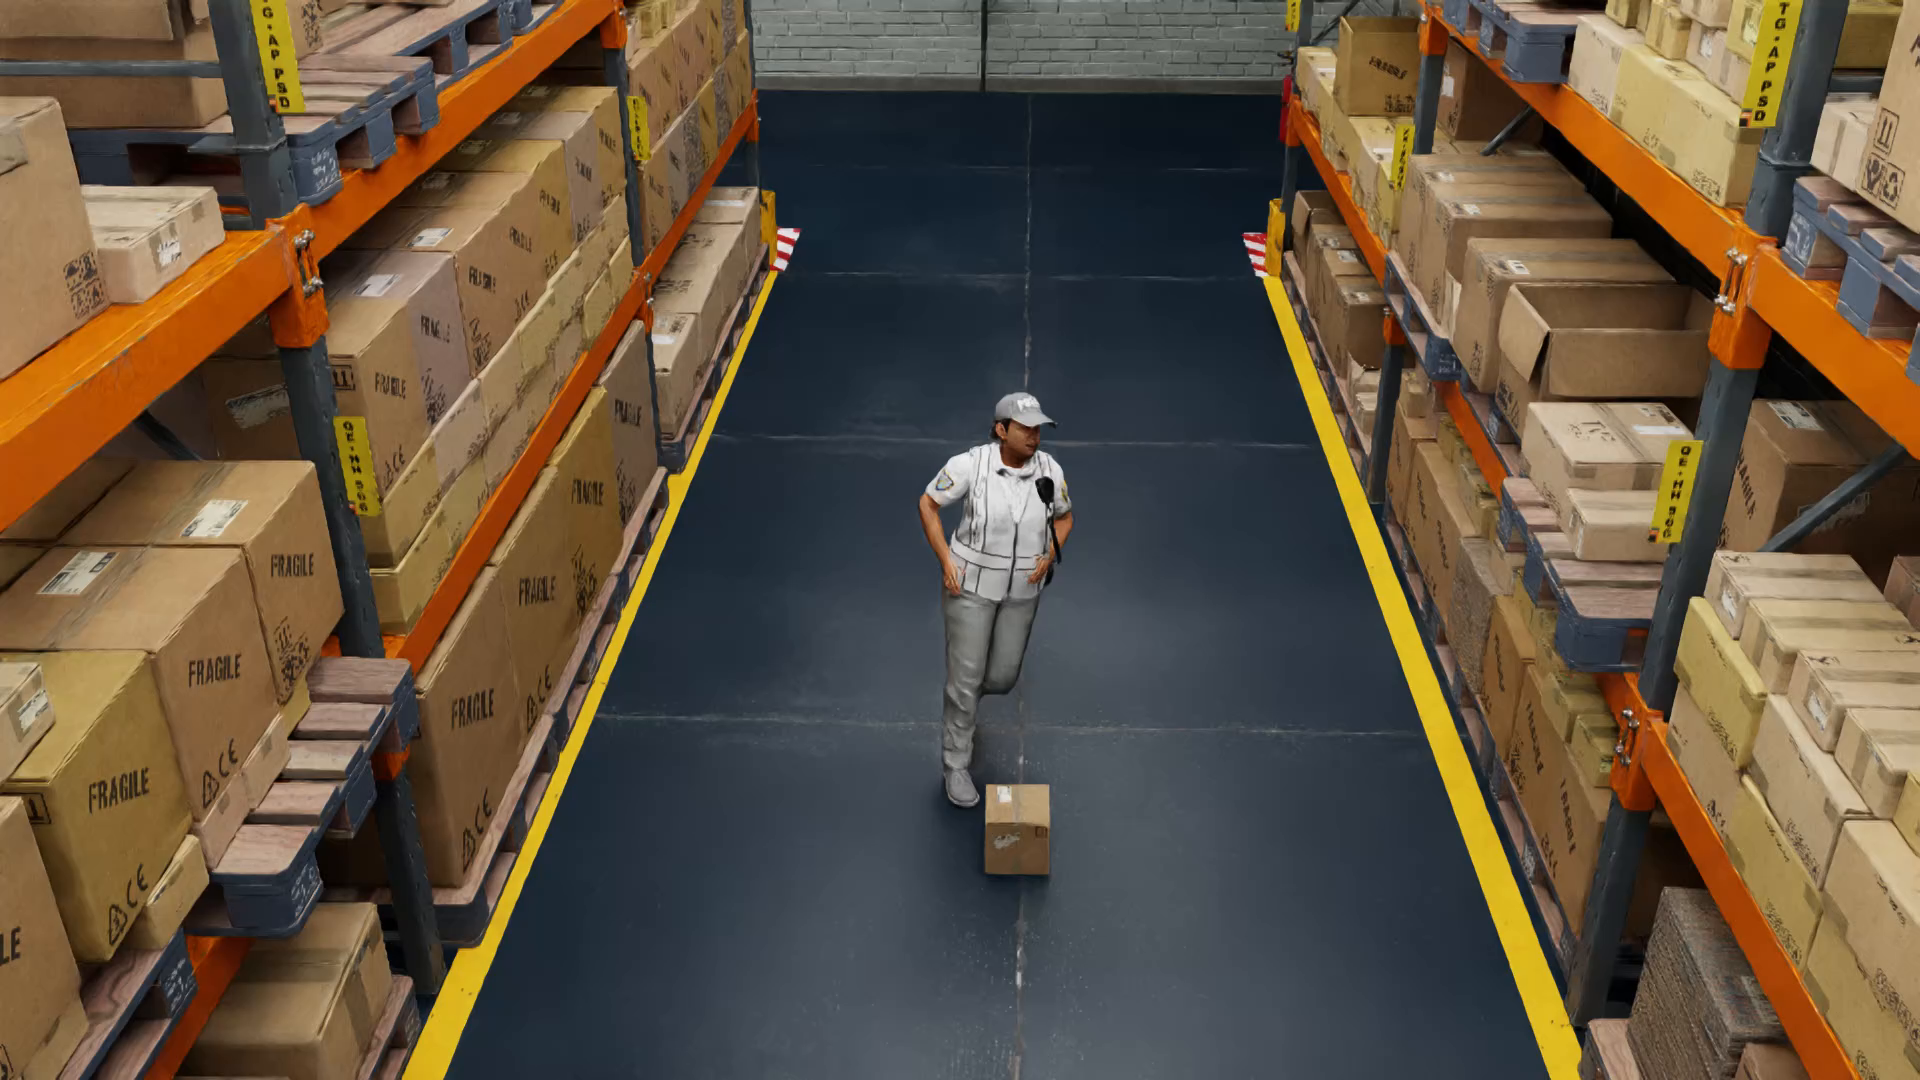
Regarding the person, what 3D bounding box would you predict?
[{"bbox_3d":[0.182,0.194,6.780,0.633,1.627,0.709,-8,29,-14],"label":"person"}]
